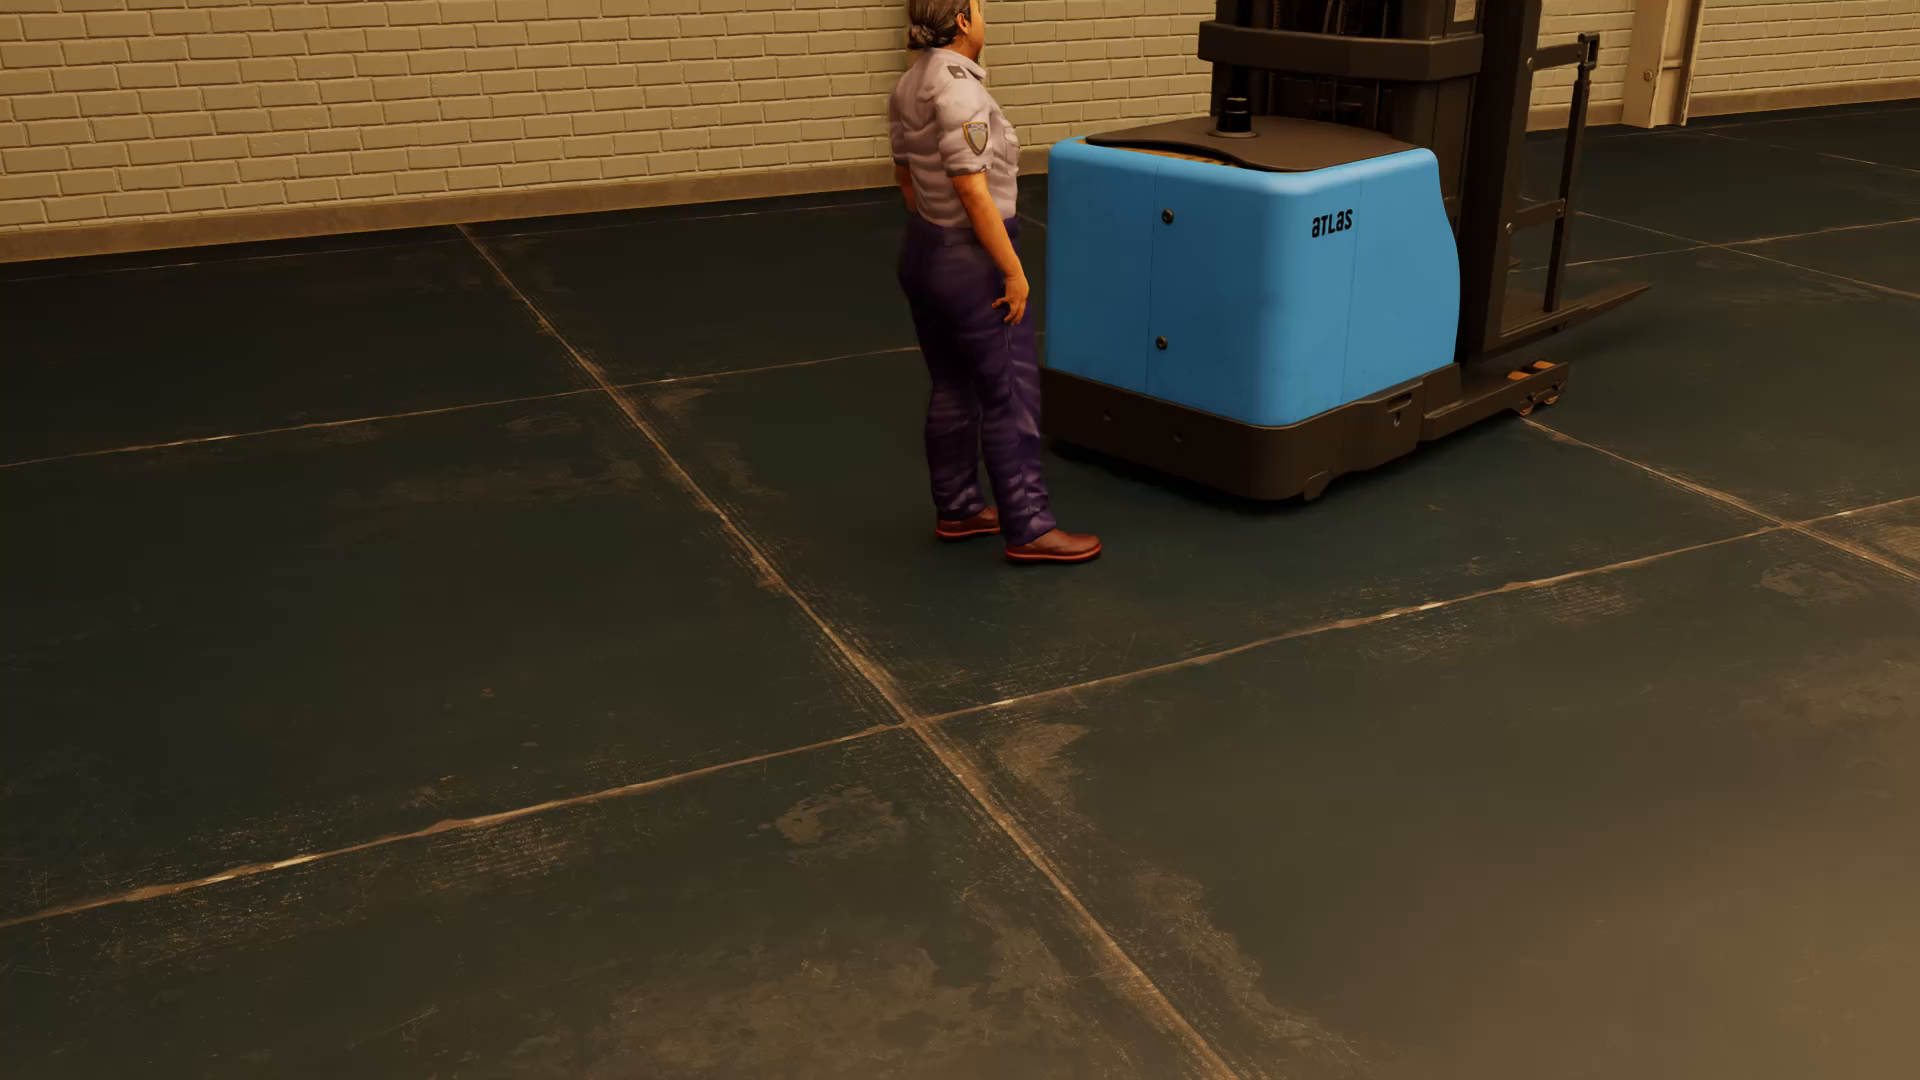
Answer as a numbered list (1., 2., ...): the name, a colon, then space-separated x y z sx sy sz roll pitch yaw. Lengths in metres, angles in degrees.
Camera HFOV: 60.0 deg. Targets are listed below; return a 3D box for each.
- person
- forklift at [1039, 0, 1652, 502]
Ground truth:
1. person: 0.095 -0.772 4.808 0.499 1.653 0.598 -10 25 -23
2. forklift: 1.681 -1.943 5.964 3.031 2.935 1.130 -21 30 -40
